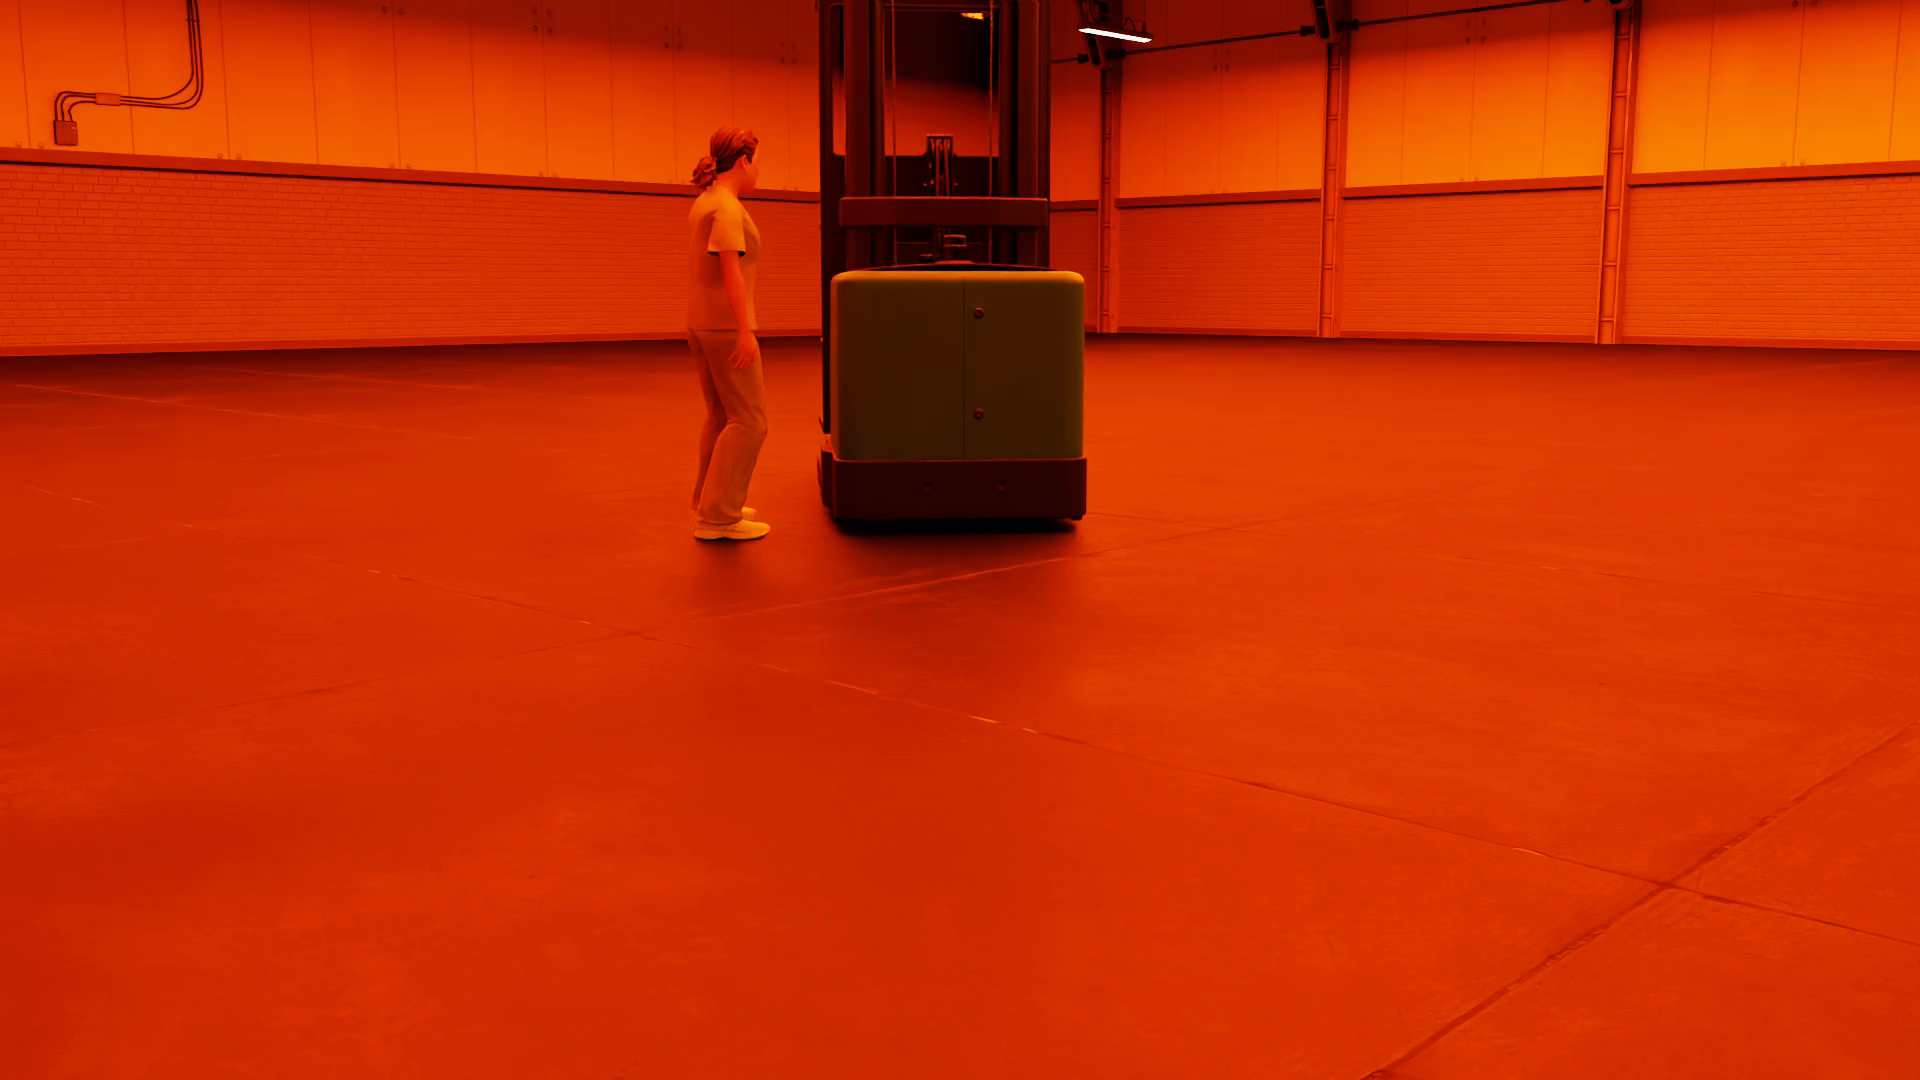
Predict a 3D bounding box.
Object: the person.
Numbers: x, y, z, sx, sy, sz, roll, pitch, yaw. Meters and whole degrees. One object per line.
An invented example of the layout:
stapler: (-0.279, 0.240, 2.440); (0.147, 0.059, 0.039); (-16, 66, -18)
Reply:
person: (-0.933, -0.840, 6.763); (0.394, 1.651, 0.678); (-4, 9, -25)

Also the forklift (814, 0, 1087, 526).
forklift: (-0.145, -1.690, 8.101); (1.130, 2.935, 3.031); (-1, 9, -6)
